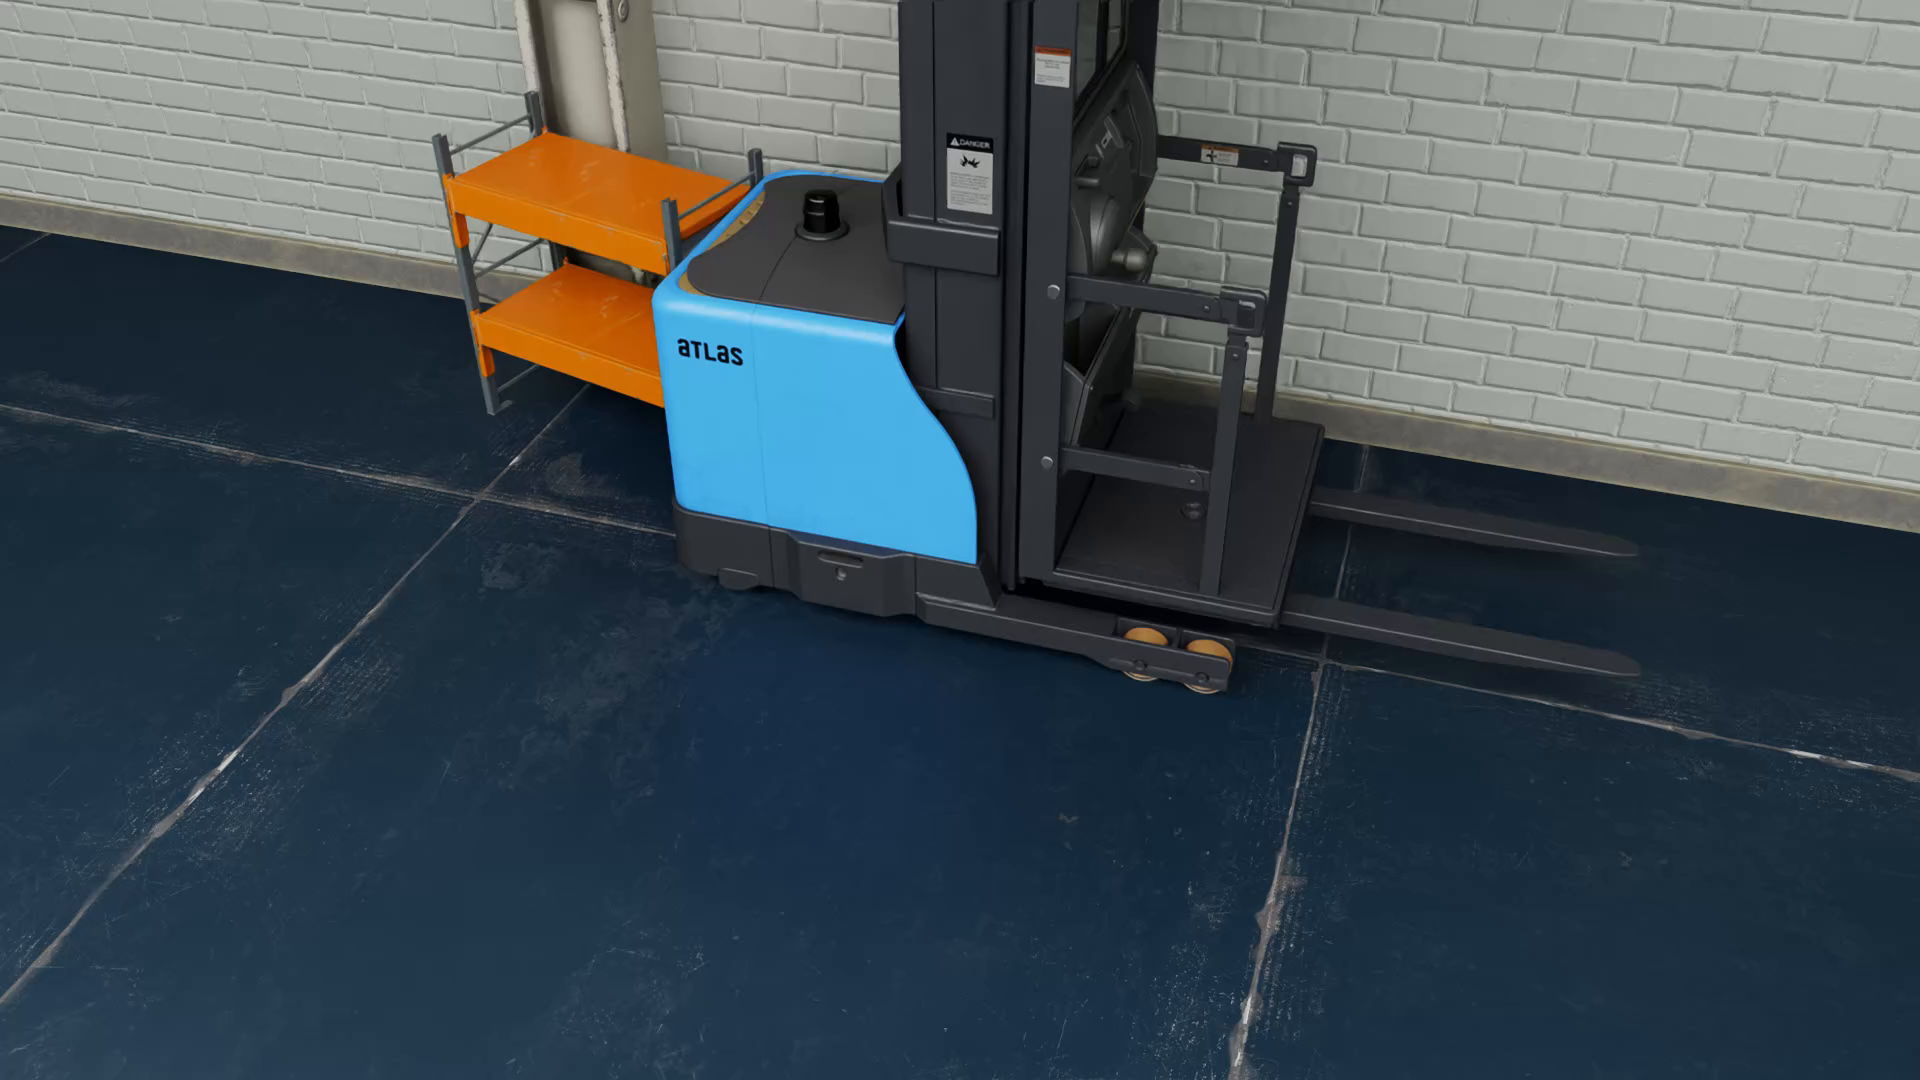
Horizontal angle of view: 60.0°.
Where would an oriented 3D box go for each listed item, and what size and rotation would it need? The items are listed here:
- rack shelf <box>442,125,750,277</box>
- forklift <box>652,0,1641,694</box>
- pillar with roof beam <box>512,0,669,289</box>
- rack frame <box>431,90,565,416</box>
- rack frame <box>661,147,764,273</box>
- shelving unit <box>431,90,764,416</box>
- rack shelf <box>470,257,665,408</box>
[{"bbox_3d":[-1.248,-1.142,5.855,1.000,0.278,0.538,20,41,25],"label":"rack shelf"},{"bbox_3d":[0.634,-1.063,4.721,3.031,2.935,1.130,10,38,14],"label":"forklift"},{"bbox_3d":[-2.652,-2.009,0.889,0.400,9.000,9.100,10,38,14],"label":"pillar with roof beam"},{"bbox_3d":[-1.681,-1.062,6.242,0.032,1.125,0.500,20,41,25],"label":"rack frame"},{"bbox_3d":[-0.812,-0.752,5.815,0.032,1.125,0.500,20,41,25],"label":"rack frame"},{"bbox_3d":[-1.247,-0.907,6.029,1.048,1.125,0.538,20,41,25],"label":"shelving unit"},{"bbox_3d":[-1.246,-0.710,6.174,1.000,0.278,0.538,20,41,25],"label":"rack shelf"}]
